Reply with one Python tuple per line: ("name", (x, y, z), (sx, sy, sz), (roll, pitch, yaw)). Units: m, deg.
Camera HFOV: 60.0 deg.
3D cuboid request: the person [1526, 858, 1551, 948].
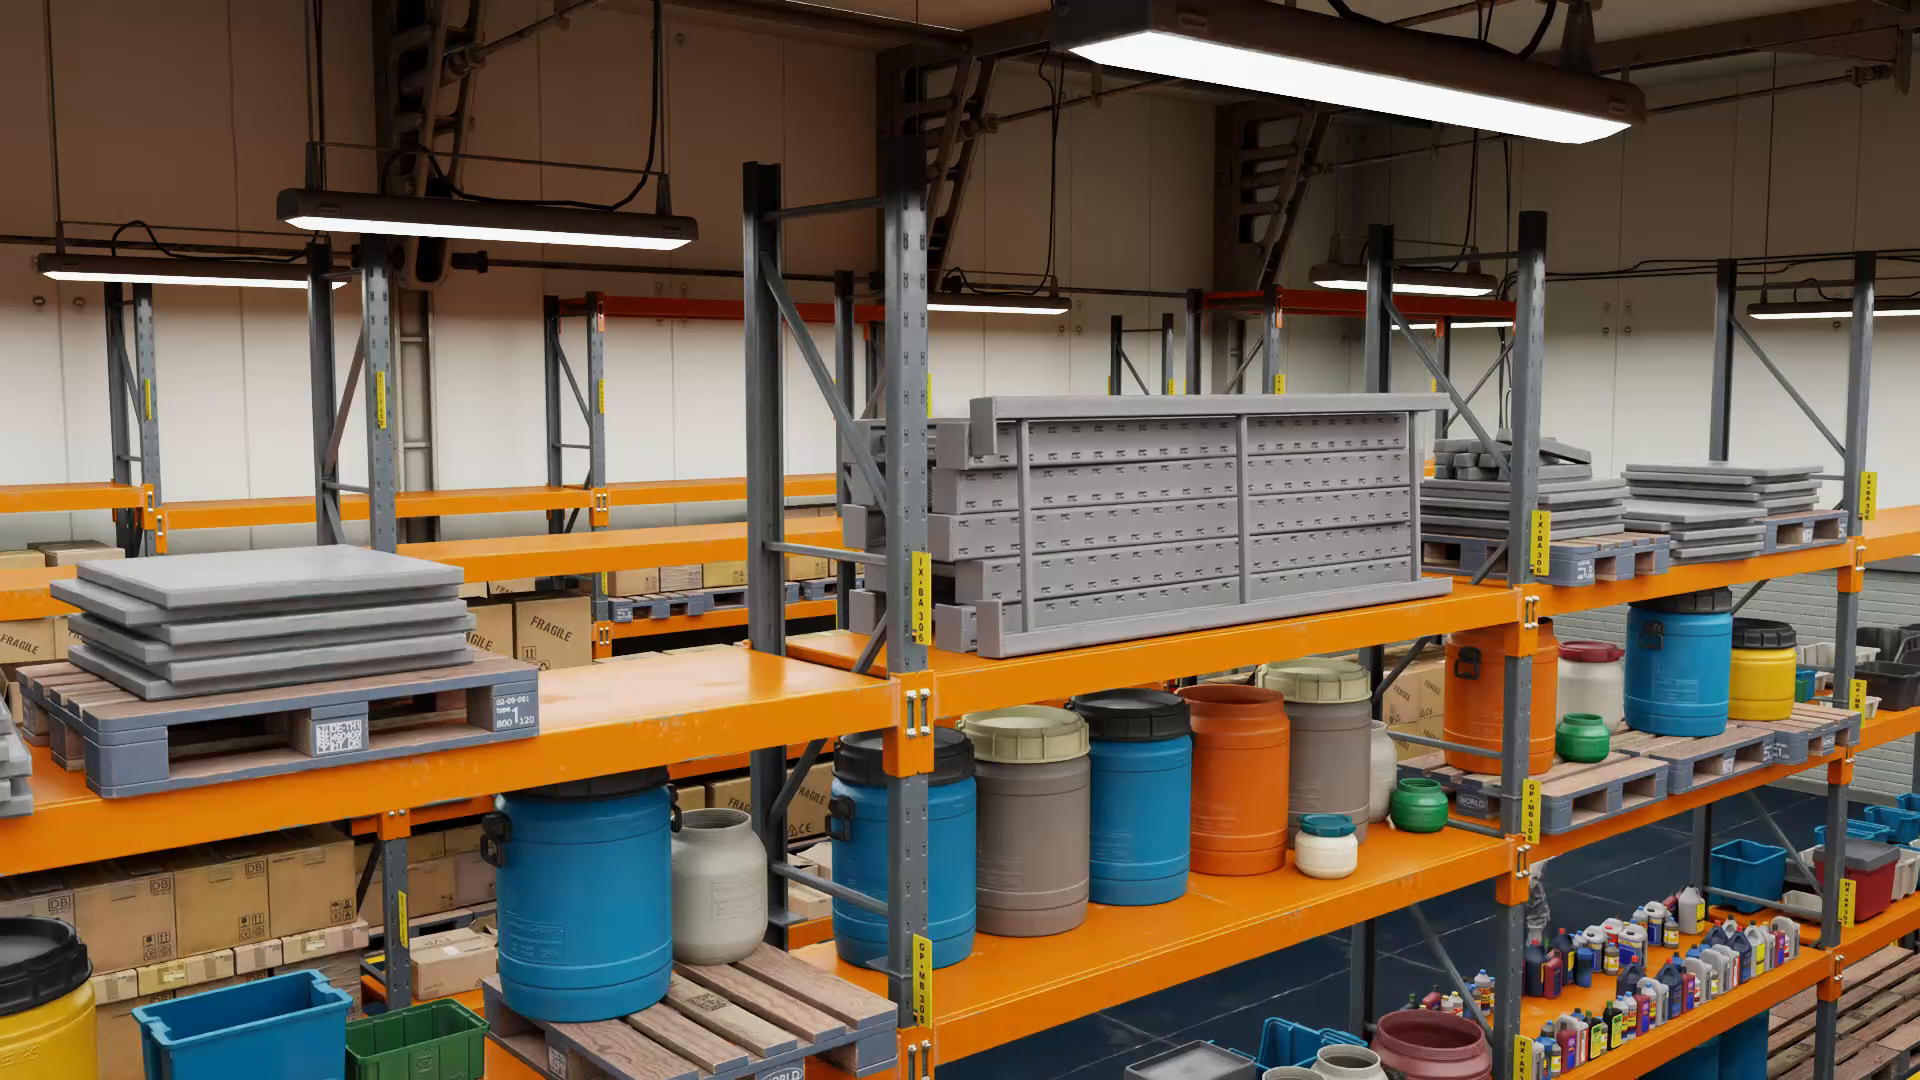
("person", (5.256, 2.804, 15.364), (0.779, 1.833, 0.675), (-5, 7, -43))
